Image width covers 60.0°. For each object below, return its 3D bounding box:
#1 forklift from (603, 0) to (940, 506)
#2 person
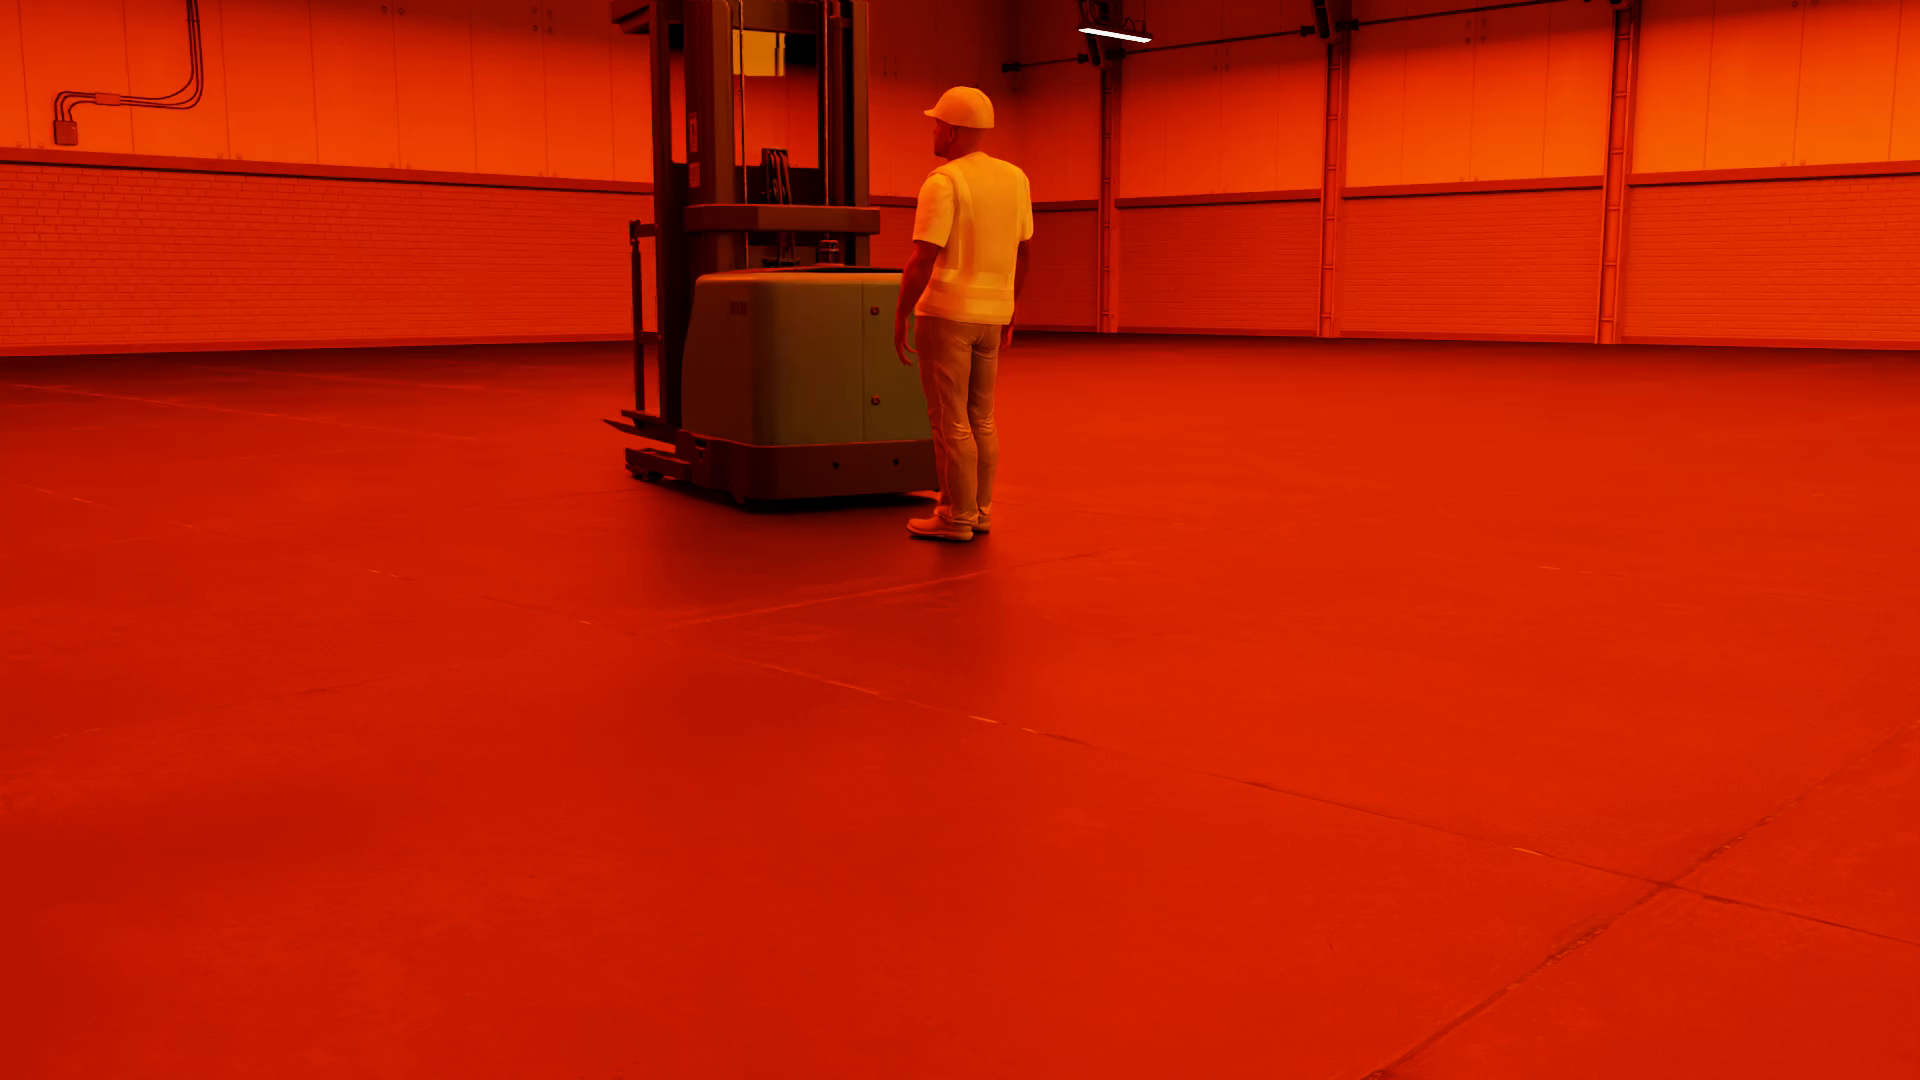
[{"bbox_3d":[-1.148,-1.785,8.731,1.130,2.935,3.031,-5,10,-28],"label":"forklift"},{"bbox_3d":[-0.047,-0.888,6.636,0.575,1.768,0.666,8,12,43],"label":"person"}]
